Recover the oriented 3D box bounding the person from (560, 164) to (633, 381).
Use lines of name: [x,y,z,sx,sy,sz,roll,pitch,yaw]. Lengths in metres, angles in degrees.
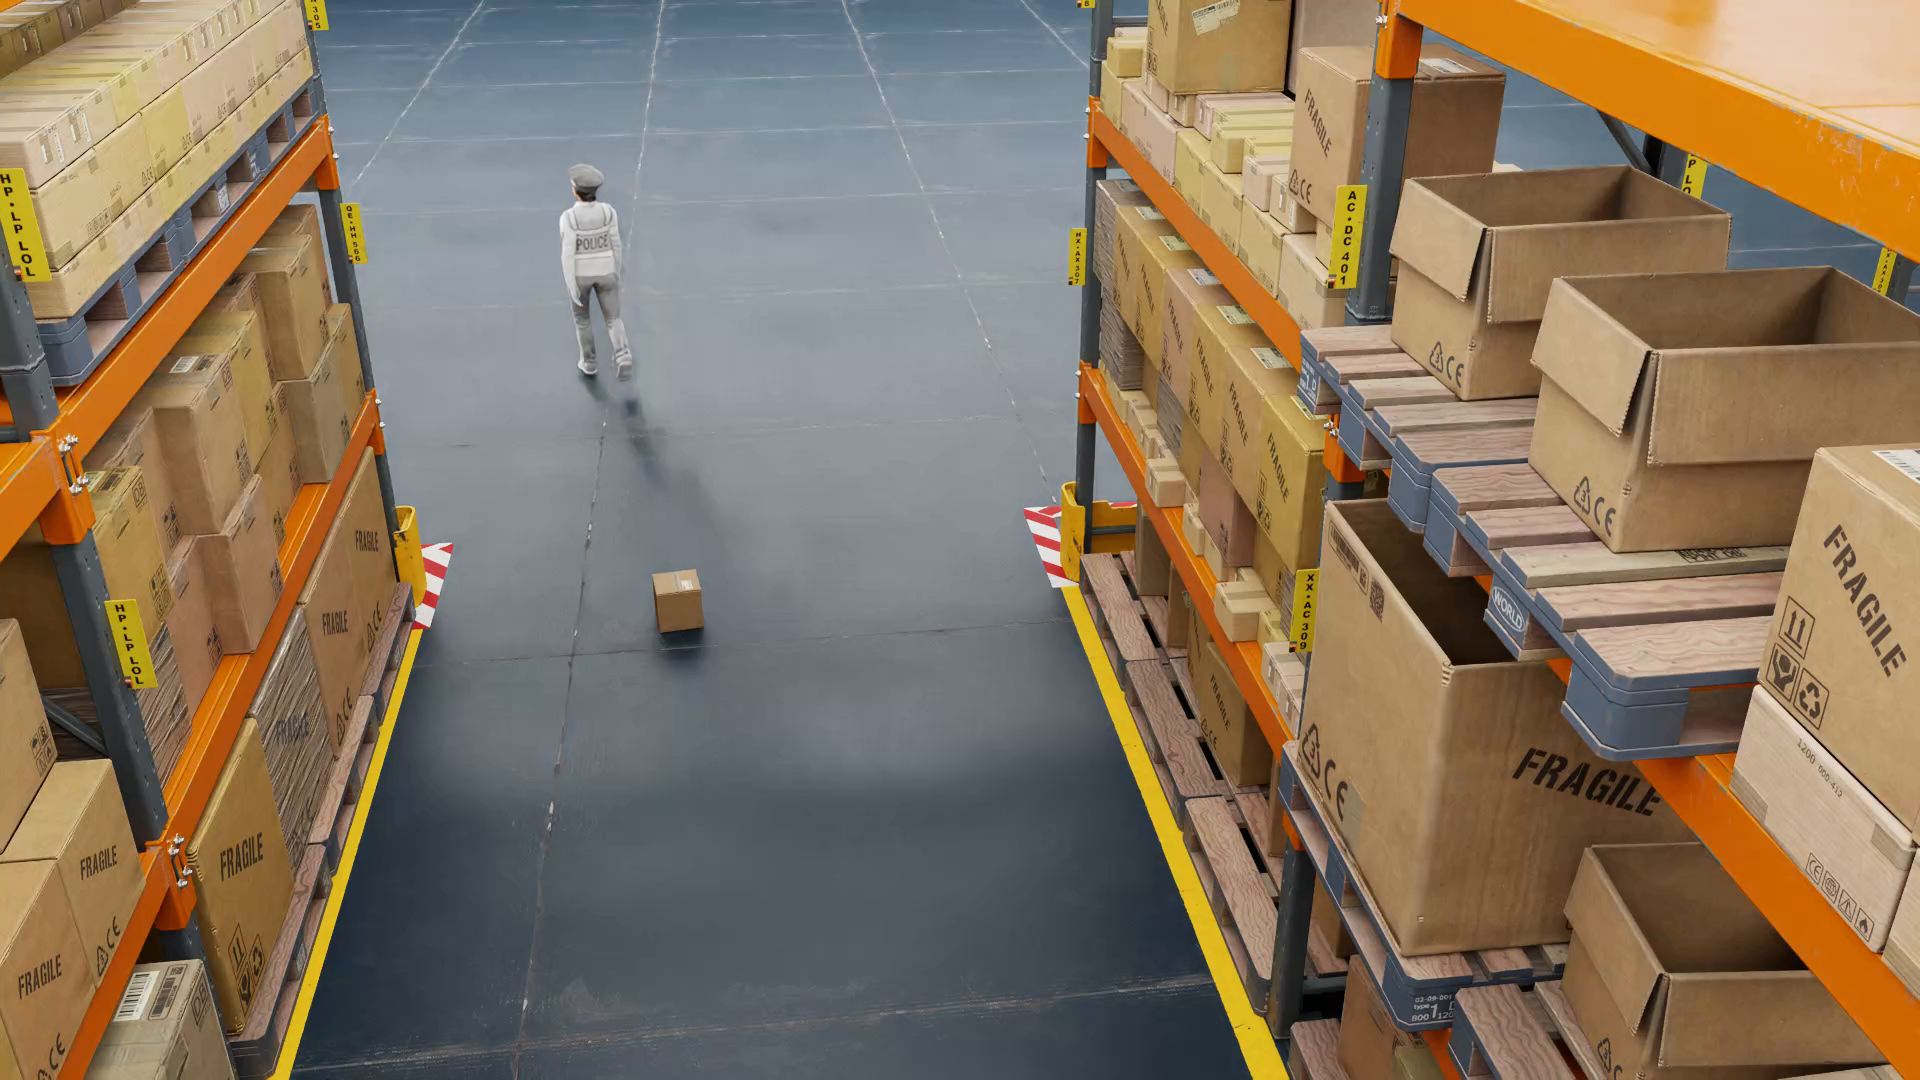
person: [-2.724,-1.967,12.372,0.471,1.656,0.818,-12,29,-21]
